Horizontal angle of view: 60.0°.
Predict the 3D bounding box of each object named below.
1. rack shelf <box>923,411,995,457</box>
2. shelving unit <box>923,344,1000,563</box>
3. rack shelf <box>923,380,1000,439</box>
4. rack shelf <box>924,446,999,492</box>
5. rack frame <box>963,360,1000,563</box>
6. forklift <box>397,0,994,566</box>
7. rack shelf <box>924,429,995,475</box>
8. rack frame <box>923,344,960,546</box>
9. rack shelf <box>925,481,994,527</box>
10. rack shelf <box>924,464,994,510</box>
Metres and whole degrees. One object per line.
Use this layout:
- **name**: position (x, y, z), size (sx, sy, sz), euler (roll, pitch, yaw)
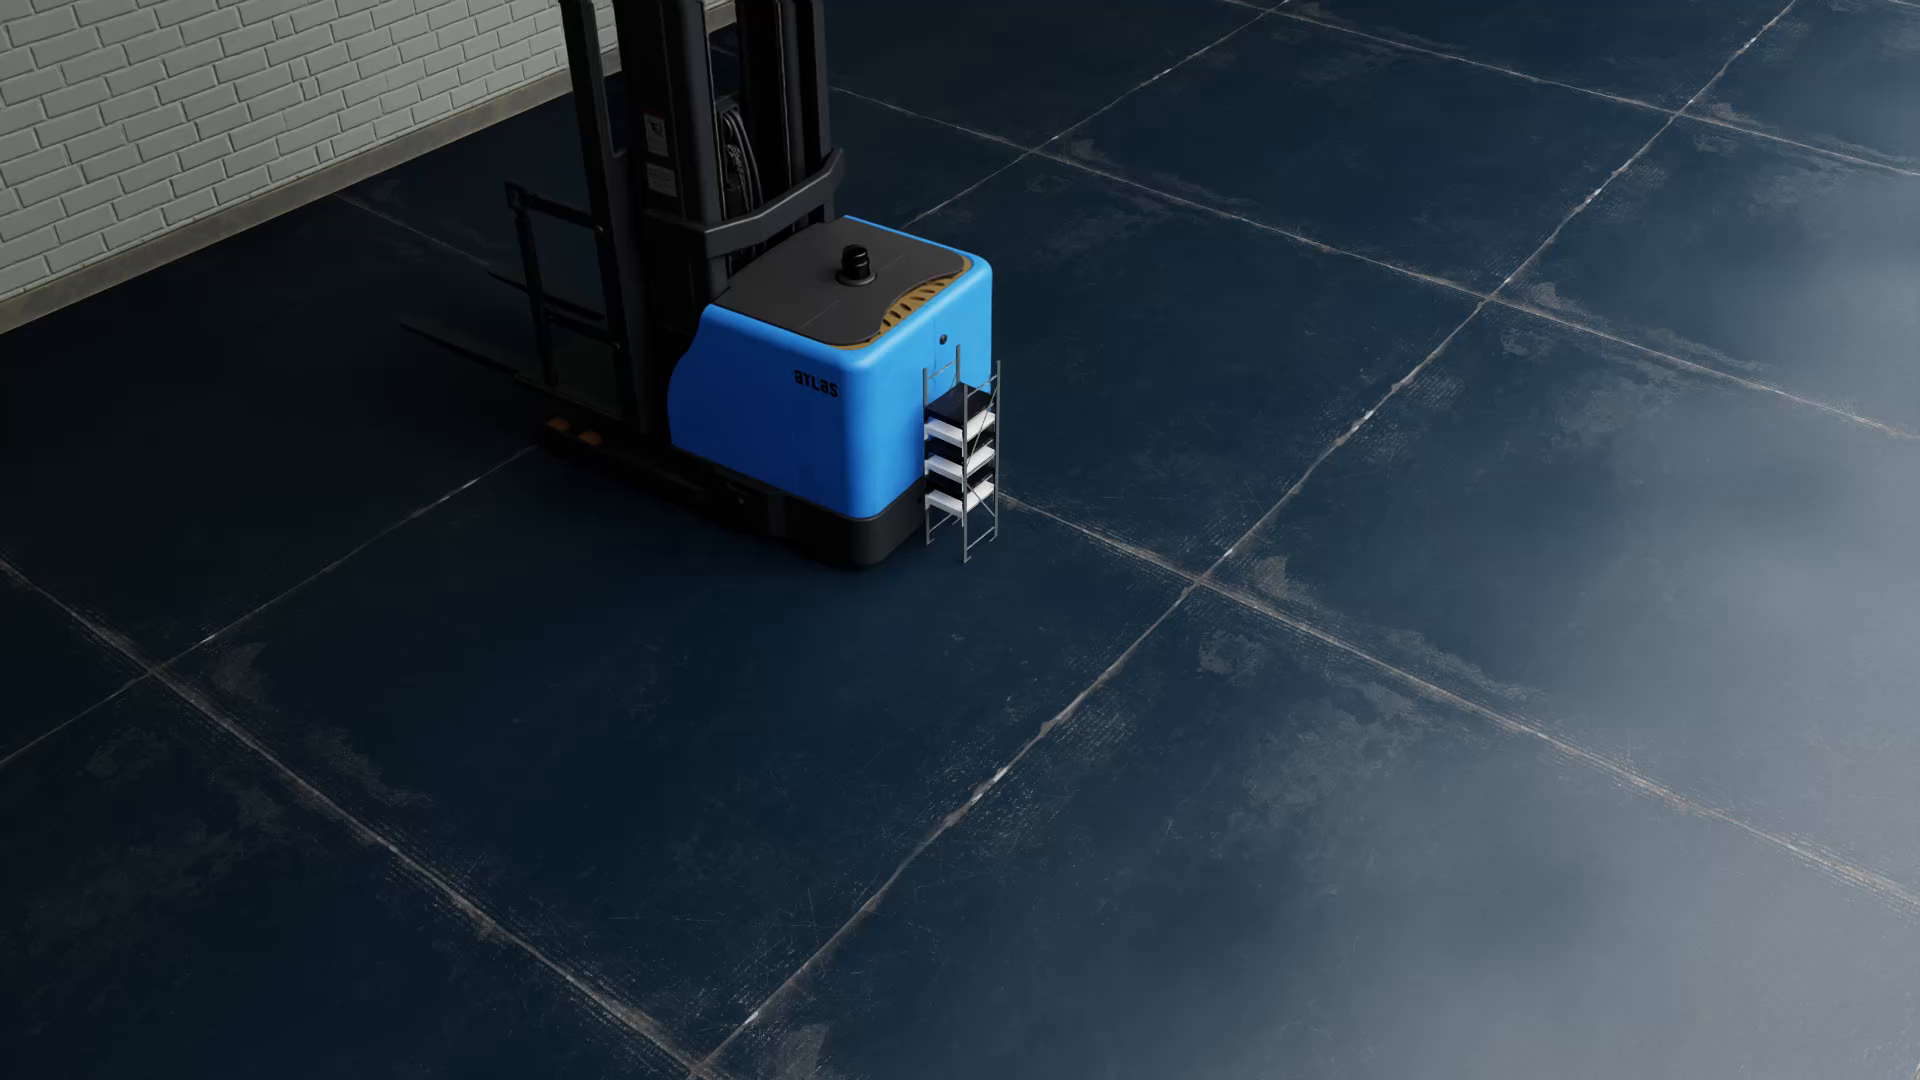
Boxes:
- **rack shelf**: position (0.006, -0.467, 6.878), size (0.200, 0.077, 0.258), euler (25, 45, 29)
- **shelving unit**: position (0.006, -0.351, 6.969), size (0.210, 0.900, 0.258), euler (25, 45, 29)
- **rack shelf**: position (0.006, -0.538, 6.823), size (0.200, 0.077, 0.258), euler (25, 45, 29)
- **rack shelf**: position (0.006, -0.325, 6.989), size (0.200, 0.077, 0.258), euler (25, 45, 29)
- **rack frame**: position (0.087, -0.313, 6.920), size (0.006, 0.900, 0.240), euler (25, 45, 29)
- **forklift**: position (-1.363, -1.743, 7.098), size (3.031, 2.935, 1.130), euler (22, 43, 25)
- **rack shelf**: position (0.006, -0.396, 6.934), size (0.200, 0.077, 0.258), euler (25, 45, 29)
- **rack frame**: position (-0.074, -0.389, 7.017), size (0.006, 0.900, 0.240), euler (25, 45, 29)
- **rack shelf**: position (0.006, -0.183, 7.100), size (0.200, 0.077, 0.258), euler (25, 45, 29)
- **rack shelf**: position (0.006, -0.254, 7.045), size (0.200, 0.077, 0.258), euler (25, 45, 29)
